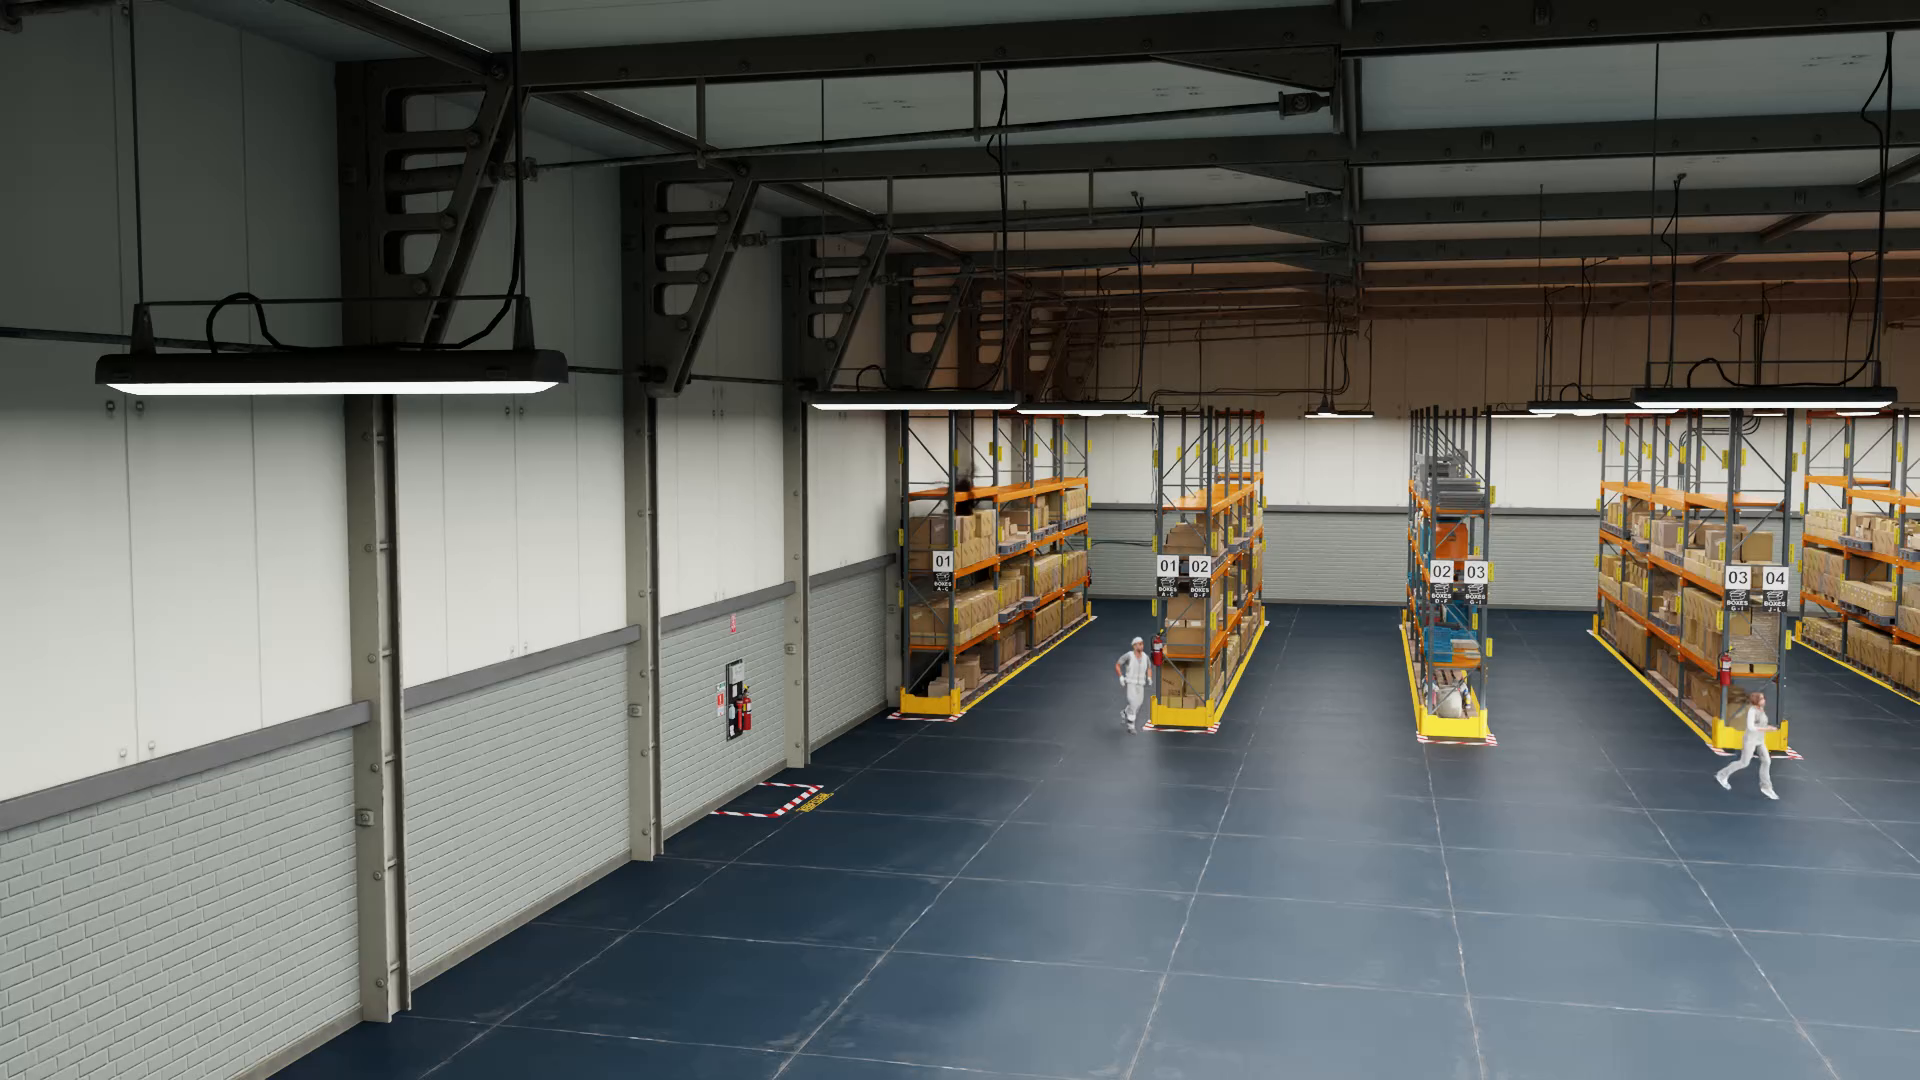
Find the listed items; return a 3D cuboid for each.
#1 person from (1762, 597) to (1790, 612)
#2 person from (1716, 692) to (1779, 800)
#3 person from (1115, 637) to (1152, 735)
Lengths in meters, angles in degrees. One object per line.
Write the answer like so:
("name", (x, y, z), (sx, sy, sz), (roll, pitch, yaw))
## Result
("person", (20.052, 1.915, 40.877), (0.683, 1.724, 0.633), (1, 4, 7))
("person", (12.049, 3.102, 25.373), (0.548, 1.618, 0.875), (-4, 6, -42))
("person", (3.206, 2.662, 30.611), (0.705, 1.756, 0.721), (-2, 4, -24))
